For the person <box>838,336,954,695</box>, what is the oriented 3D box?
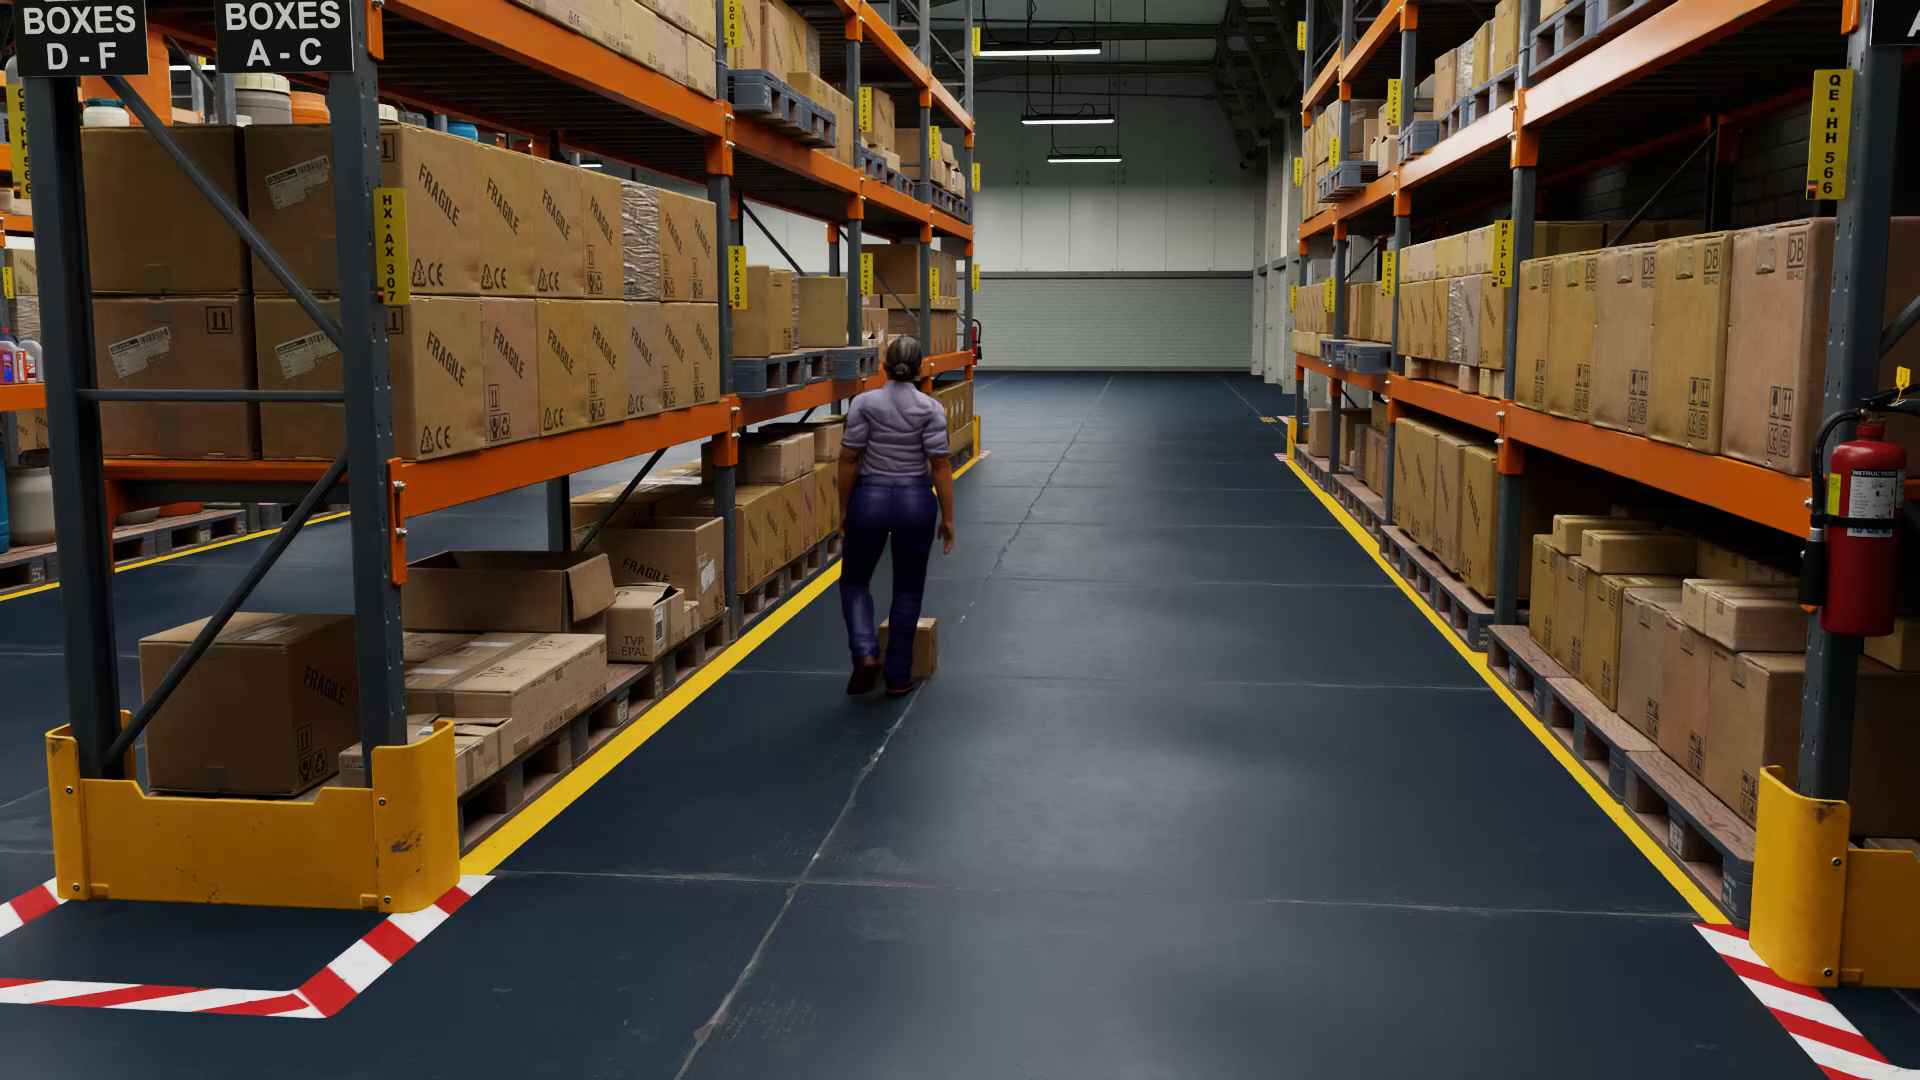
[{"bbox_3d":[-0.294,-0.099,7.570,0.538,1.646,0.461,0,8,0],"label":"person"}]
